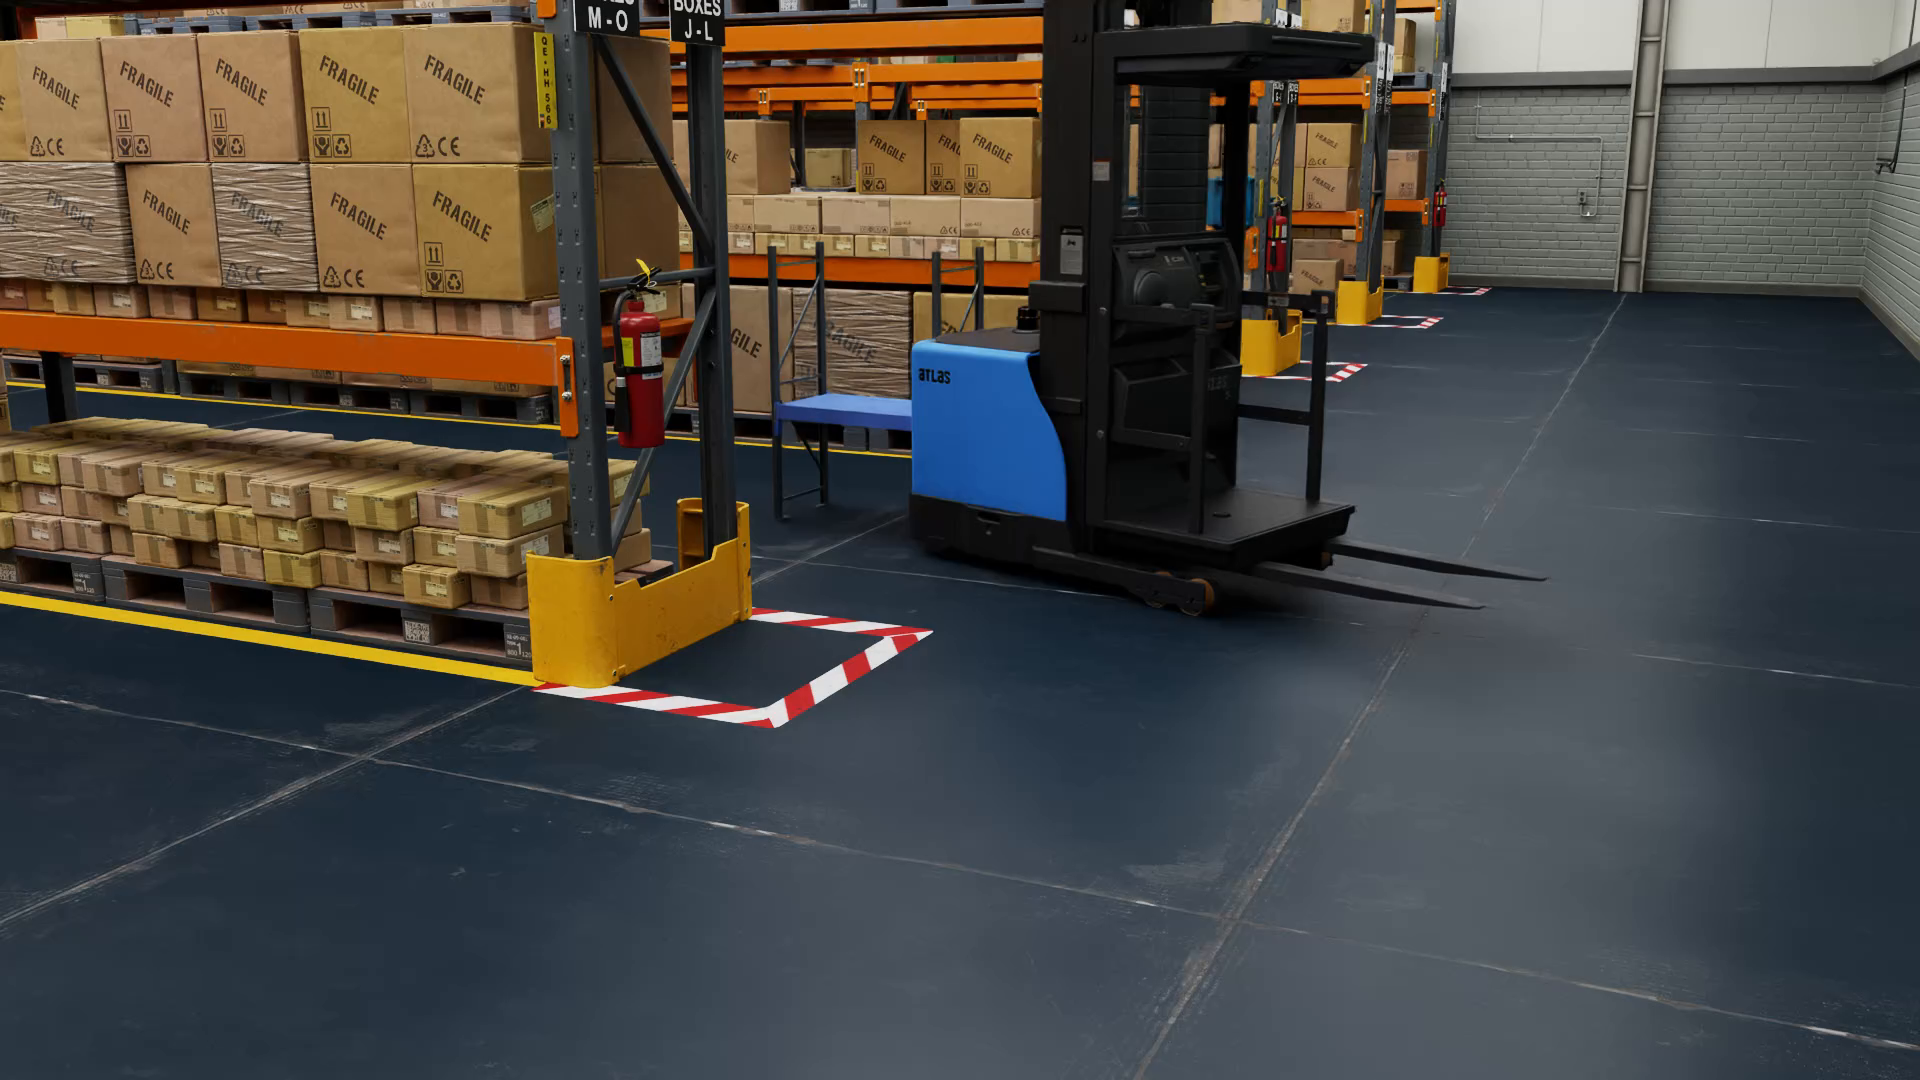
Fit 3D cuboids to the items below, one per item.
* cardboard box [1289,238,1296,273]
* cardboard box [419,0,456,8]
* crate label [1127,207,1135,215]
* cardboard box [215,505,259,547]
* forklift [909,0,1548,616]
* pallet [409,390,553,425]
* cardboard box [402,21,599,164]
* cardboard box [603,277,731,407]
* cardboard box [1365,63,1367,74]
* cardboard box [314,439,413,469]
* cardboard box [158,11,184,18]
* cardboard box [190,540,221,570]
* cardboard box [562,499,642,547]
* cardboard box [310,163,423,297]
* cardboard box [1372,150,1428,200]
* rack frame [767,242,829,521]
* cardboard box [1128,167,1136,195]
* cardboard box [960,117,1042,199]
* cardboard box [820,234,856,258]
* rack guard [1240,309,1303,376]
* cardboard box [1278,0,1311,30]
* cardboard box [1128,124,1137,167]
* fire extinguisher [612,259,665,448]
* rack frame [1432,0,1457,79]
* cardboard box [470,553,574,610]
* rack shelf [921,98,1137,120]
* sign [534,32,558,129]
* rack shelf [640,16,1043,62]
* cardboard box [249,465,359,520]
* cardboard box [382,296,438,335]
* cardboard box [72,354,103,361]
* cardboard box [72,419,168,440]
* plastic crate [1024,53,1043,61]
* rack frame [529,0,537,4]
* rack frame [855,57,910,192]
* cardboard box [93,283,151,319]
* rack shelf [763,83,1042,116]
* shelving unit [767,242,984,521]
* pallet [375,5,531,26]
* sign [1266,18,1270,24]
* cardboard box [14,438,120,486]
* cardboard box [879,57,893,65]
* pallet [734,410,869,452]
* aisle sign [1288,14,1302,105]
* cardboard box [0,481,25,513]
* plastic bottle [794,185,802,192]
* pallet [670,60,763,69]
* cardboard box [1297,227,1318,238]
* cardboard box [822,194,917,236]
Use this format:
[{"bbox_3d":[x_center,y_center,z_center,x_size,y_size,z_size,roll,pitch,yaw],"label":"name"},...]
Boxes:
[{"bbox_3d":[4.812,-4.321,25.158,0.500,0.500,0.700,6,15,25],"label":"cardboard box"},{"bbox_3d":[-3.742,-4.158,12.617,0.500,0.311,0.500,5,14,21],"label":"cardboard box"},{"bbox_3d":[1.545,-3.069,15.715,0.243,0.136,0.396,6,14,23],"label":"crate label"},{"bbox_3d":[-2.999,-0.090,7.244,0.250,0.149,0.380,7,15,26],"label":"cardboard box"},{"bbox_3d":[1.169,-1.227,7.569,3.031,2.935,1.130,12,18,41],"label":"forklift"},{"bbox_3d":[-3.512,-1.114,13.040,1.213,0.211,1.003,6,14,23],"label":"pallet"},{"bbox_3d":[-1.739,-1.690,6.331,0.500,0.500,0.500,5,14,22],"label":"cardboard box"},{"bbox_3d":[-2.204,-1.508,12.348,0.875,0.875,0.875,6,14,23],"label":"cardboard box"},{"bbox_3d":[5.647,-6.850,24.006,0.500,0.250,0.500,5,14,21],"label":"cardboard box"},{"bbox_3d":[-2.772,-0.362,7.752,0.250,0.149,0.380,6,14,24],"label":"cardboard box"},{"bbox_3d":[-6.758,-4.636,14.065,0.500,0.500,0.500,6,14,24],"label":"cardboard box"},{"bbox_3d":[-3.200,0.015,7.447,0.250,0.149,0.380,6,15,25],"label":"cardboard box"},{"bbox_3d":[-1.595,-0.083,7.211,0.250,0.149,0.380,6,15,26],"label":"cardboard box"},{"bbox_3d":[-2.204,-1.249,6.642,0.500,0.500,0.500,6,14,22],"label":"cardboard box"},{"bbox_3d":[6.430,-5.341,24.292,0.700,0.700,0.980,7,15,26],"label":"cardboard box"},{"bbox_3d":[-0.895,-0.889,9.260,0.032,1.500,0.500,7,15,28],"label":"rack frame"},{"bbox_3d":[2.065,-4.383,20.647,0.500,0.500,0.500,6,15,24],"label":"cardboard box"},{"bbox_3d":[0.330,-2.473,10.763,0.500,0.500,0.500,6,14,24],"label":"cardboard box"},{"bbox_3d":[-0.749,-2.006,11.286,0.250,0.149,0.380,6,14,23],"label":"cardboard box"},{"bbox_3d":[2.915,-1.864,15.604,0.348,0.500,1.175,6,14,23],"label":"rack guard"},{"bbox_3d":[3.998,-6.218,19.716,0.500,0.500,0.700,6,14,23],"label":"cardboard box"},{"bbox_3d":[2.029,-4.870,20.536,0.500,0.500,0.500,5,14,21],"label":"cardboard box"},{"bbox_3d":[-1.176,-0.680,6.073,0.183,0.674,0.296,6,14,23],"label":"fire extinguisher"},{"bbox_3d":[6.901,-8.070,23.449,0.127,3.000,1.000,6,14,23],"label":"rack frame"},{"bbox_3d":[-1.785,0.159,6.832,0.250,0.149,0.380,6,15,24],"label":"cardboard box"},{"bbox_3d":[1.415,-6.815,26.240,4.000,0.370,1.077,6,14,23],"label":"rack shelf"},{"bbox_3d":[-1.463,-1.623,5.878,0.005,0.325,0.100,6,14,23],"label":"sign"},{"bbox_3d":[-0.947,-3.341,11.435,4.000,0.370,1.077,6,14,23],"label":"rack shelf"},{"bbox_3d":[-2.780,-0.204,7.079,0.250,0.149,0.380,6,15,25],"label":"cardboard box"},{"bbox_3d":[-2.080,-0.919,6.655,0.250,0.149,0.380,6,14,23],"label":"cardboard box"},{"bbox_3d":[-7.566,-1.890,14.751,0.500,0.500,0.700,5,14,19],"label":"cardboard box"},{"bbox_3d":[-4.196,-0.502,8.345,0.250,0.149,0.380,6,14,24],"label":"cardboard box"},{"bbox_3d":[0.898,-4.552,15.597,0.530,0.136,0.437,6,14,23],"label":"plastic crate"},{"bbox_3d":[-2.775,-5.337,11.799,0.127,3.000,1.000,6,14,23],"label":"rack frame"},{"bbox_3d":[-0.769,-3.450,16.893,0.127,3.000,1.000,6,14,23],"label":"rack frame"},{"bbox_3d":[-3.527,-1.061,7.259,0.250,0.149,0.380,6,15,26],"label":"cardboard box"},{"bbox_3d":[-0.588,-5.780,21.829,4.000,0.370,1.077,6,14,23],"label":"rack shelf"},{"bbox_3d":[-0.452,-0.832,9.018,1.048,1.500,0.538,7,15,28],"label":"shelving unit"},{"bbox_3d":[-3.634,-3.858,12.481,1.217,0.209,0.805,5,14,21],"label":"pallet"},{"bbox_3d":[2.680,-4.373,14.489,0.005,0.325,0.100,6,14,23],"label":"sign"},{"bbox_3d":[-4.167,-0.369,7.782,0.250,0.149,0.380,6,14,22],"label":"cardboard box"},{"bbox_3d":[-1.063,-6.235,21.976,0.500,0.500,0.910,6,14,23],"label":"cardboard box"},{"bbox_3d":[-0.993,-0.859,11.954,1.213,0.211,1.003,6,14,23],"label":"pallet"},{"bbox_3d":[3.074,-4.401,15.255,0.004,0.787,0.394,6,14,23],"label":"aisle sign"},{"bbox_3d":[-4.407,-0.246,7.905,0.250,0.149,0.380,6,14,24],"label":"cardboard box"},{"bbox_3d":[-1.684,-3.473,17.098,0.185,0.351,0.144,6,14,23],"label":"plastic bottle"},{"bbox_3d":[-2.564,-4.975,17.239,1.213,0.211,1.003,6,14,23],"label":"pallet"},{"bbox_3d":[5.255,-4.644,25.112,0.250,0.149,0.380,6,14,24],"label":"cardboard box"},{"bbox_3d":[-0.598,-2.201,11.246,0.500,0.250,0.500,5,14,21],"label":"cardboard box"}]
